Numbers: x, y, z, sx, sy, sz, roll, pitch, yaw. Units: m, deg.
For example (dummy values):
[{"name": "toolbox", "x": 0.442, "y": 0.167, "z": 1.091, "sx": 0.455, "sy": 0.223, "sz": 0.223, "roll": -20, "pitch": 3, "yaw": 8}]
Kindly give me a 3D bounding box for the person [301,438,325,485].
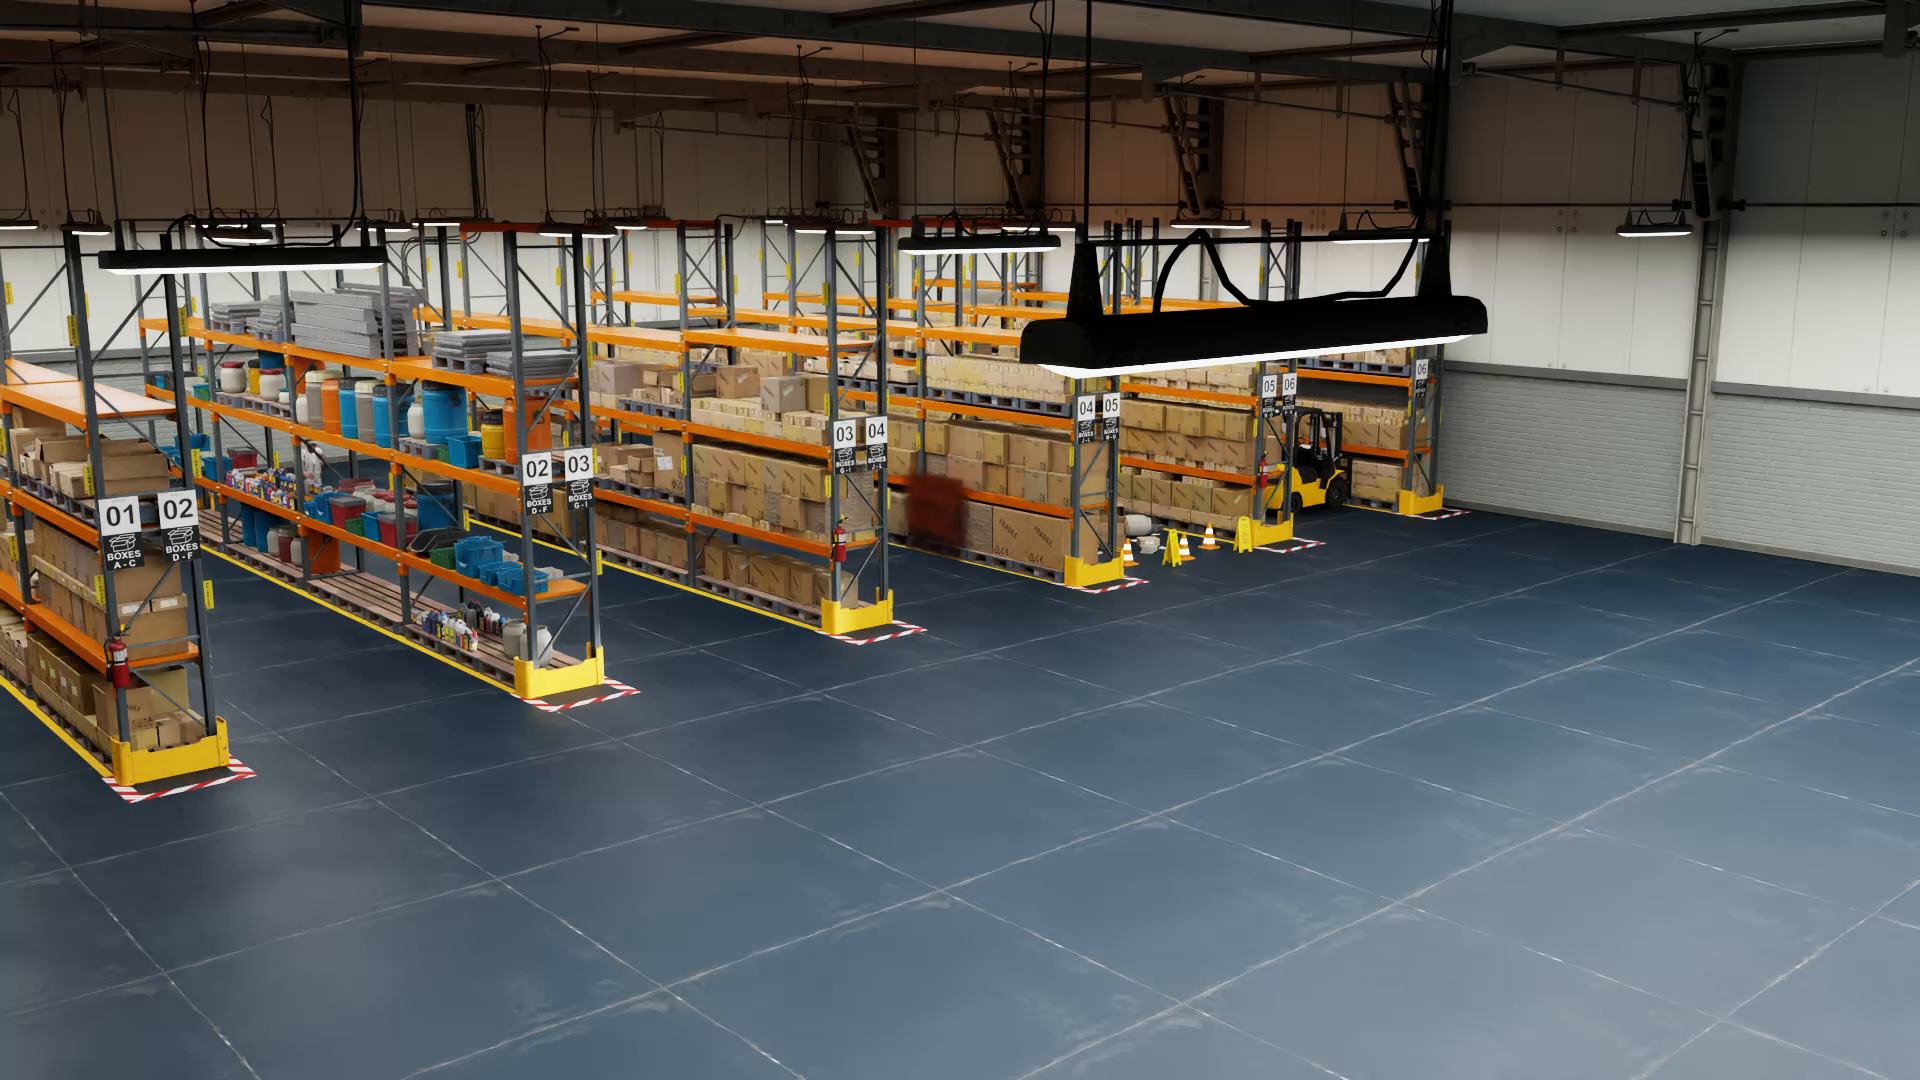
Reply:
[{"name": "person", "x": -13.331, "y": -1.304, "z": 34.138, "sx": 0.653, "sy": 1.666, "sz": 0.717, "roll": -7, "pitch": 14, "yaw": -33}]
